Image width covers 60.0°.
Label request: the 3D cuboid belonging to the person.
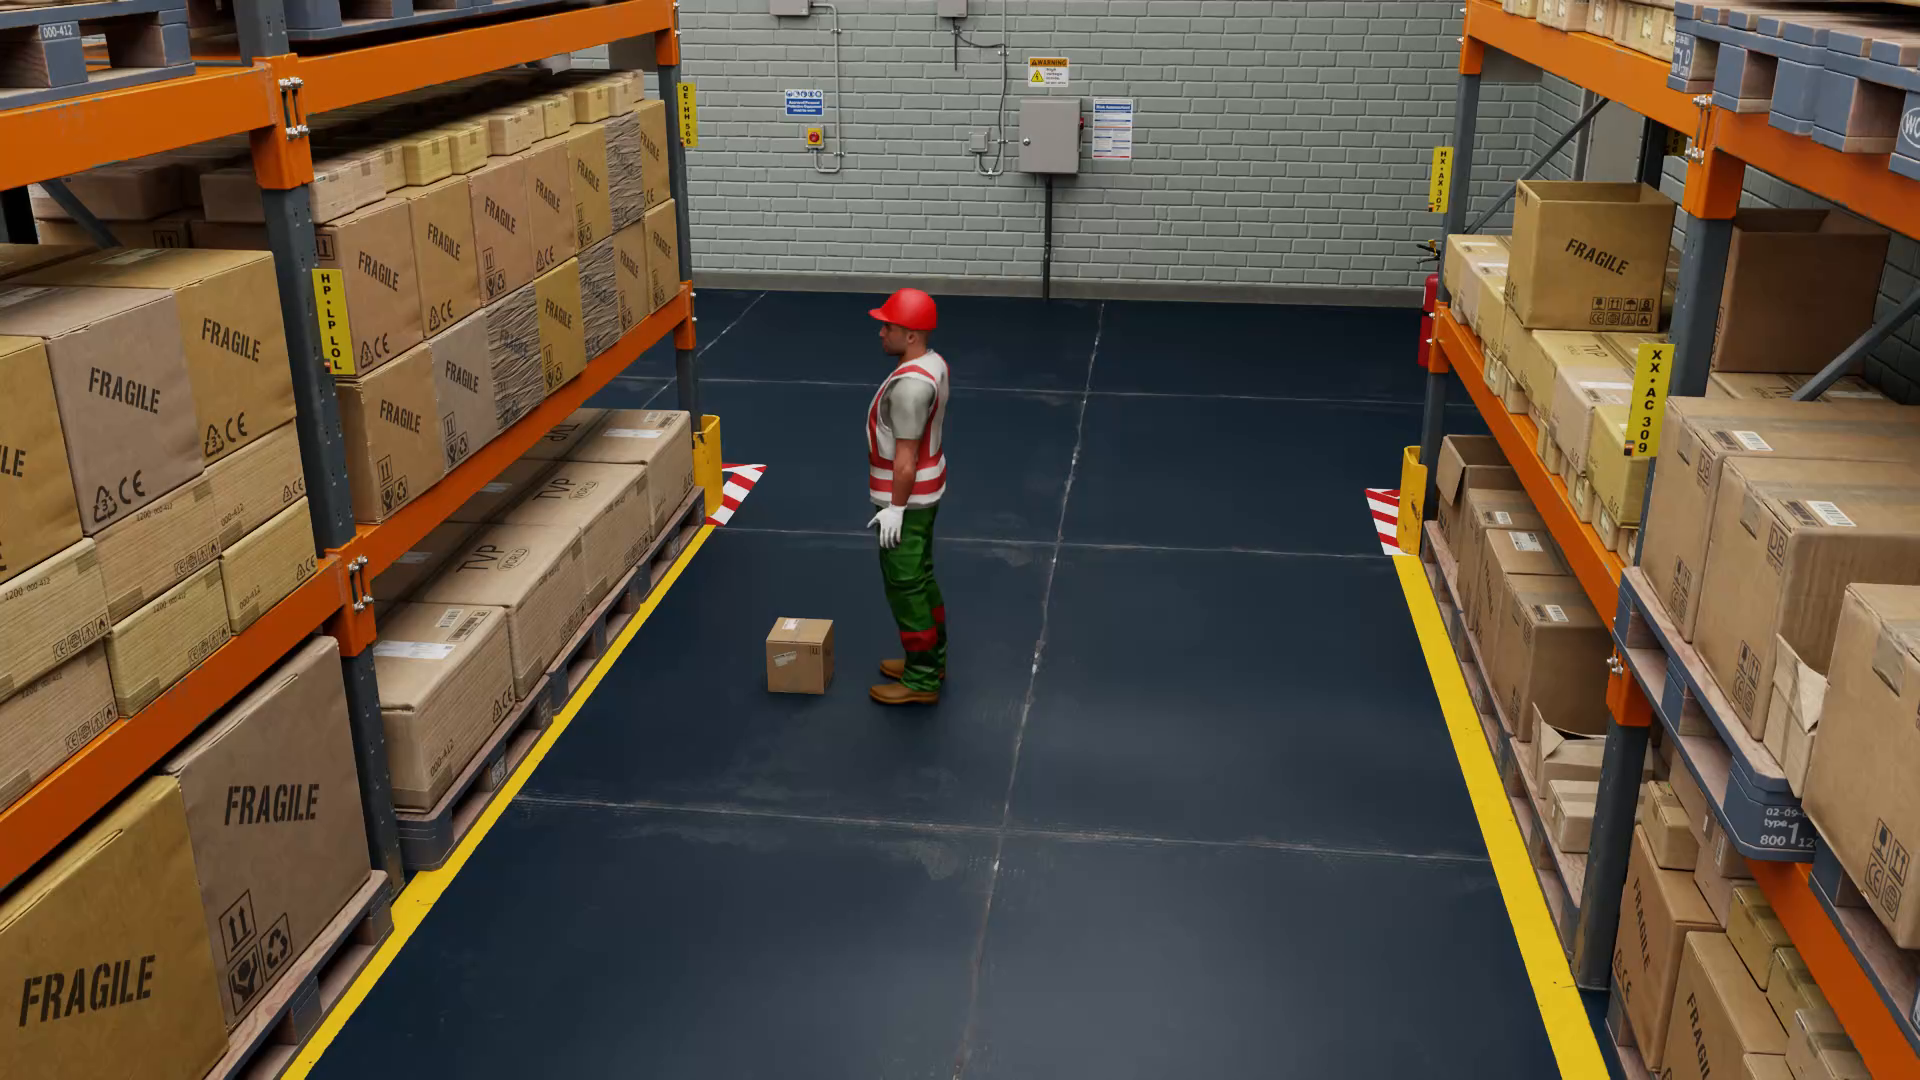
[{"bbox_3d":[-0.217,-0.172,7.007,0.340,1.780,0.526,3,21,7],"label":"person"}]
